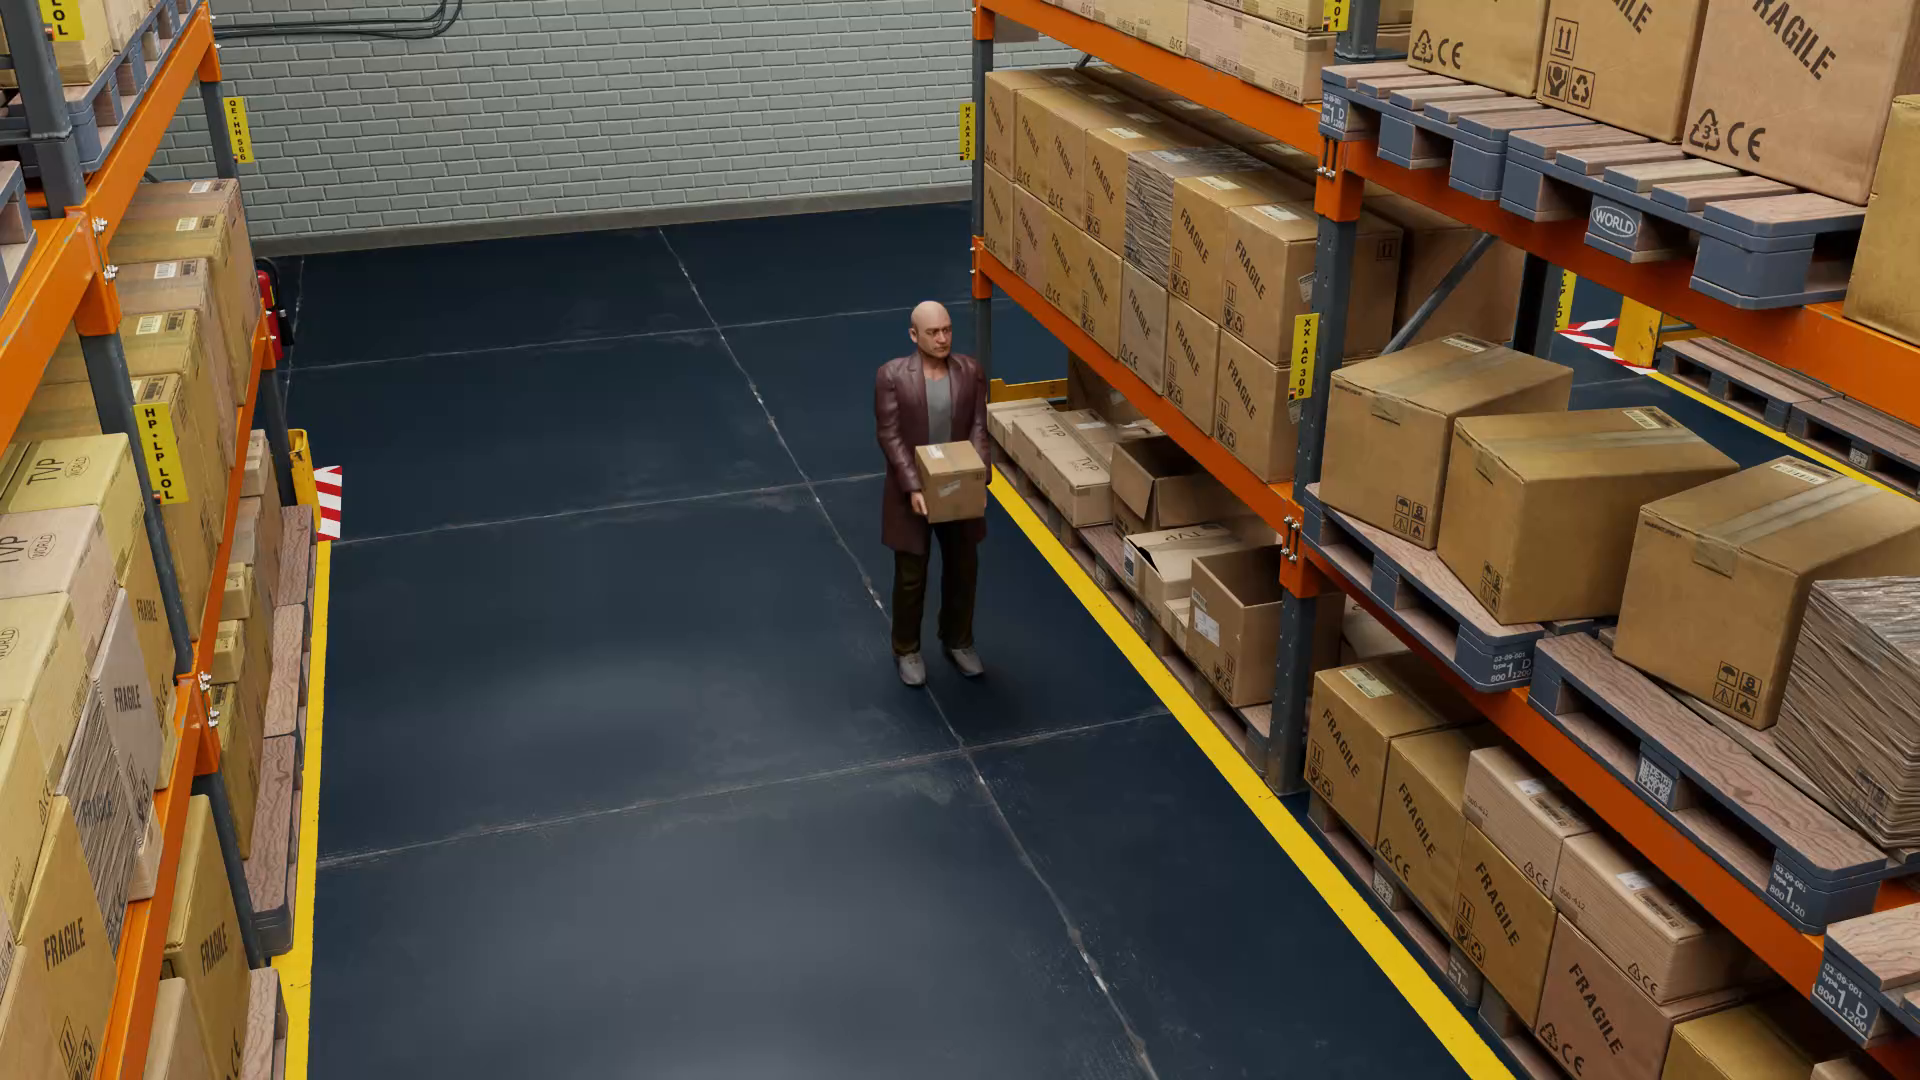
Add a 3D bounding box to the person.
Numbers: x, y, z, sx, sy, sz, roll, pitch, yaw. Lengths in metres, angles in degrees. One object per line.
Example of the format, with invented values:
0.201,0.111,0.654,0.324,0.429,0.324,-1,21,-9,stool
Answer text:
-0.090,-0.172,7.490,0.529,1.769,0.555,-8,27,-15,person
